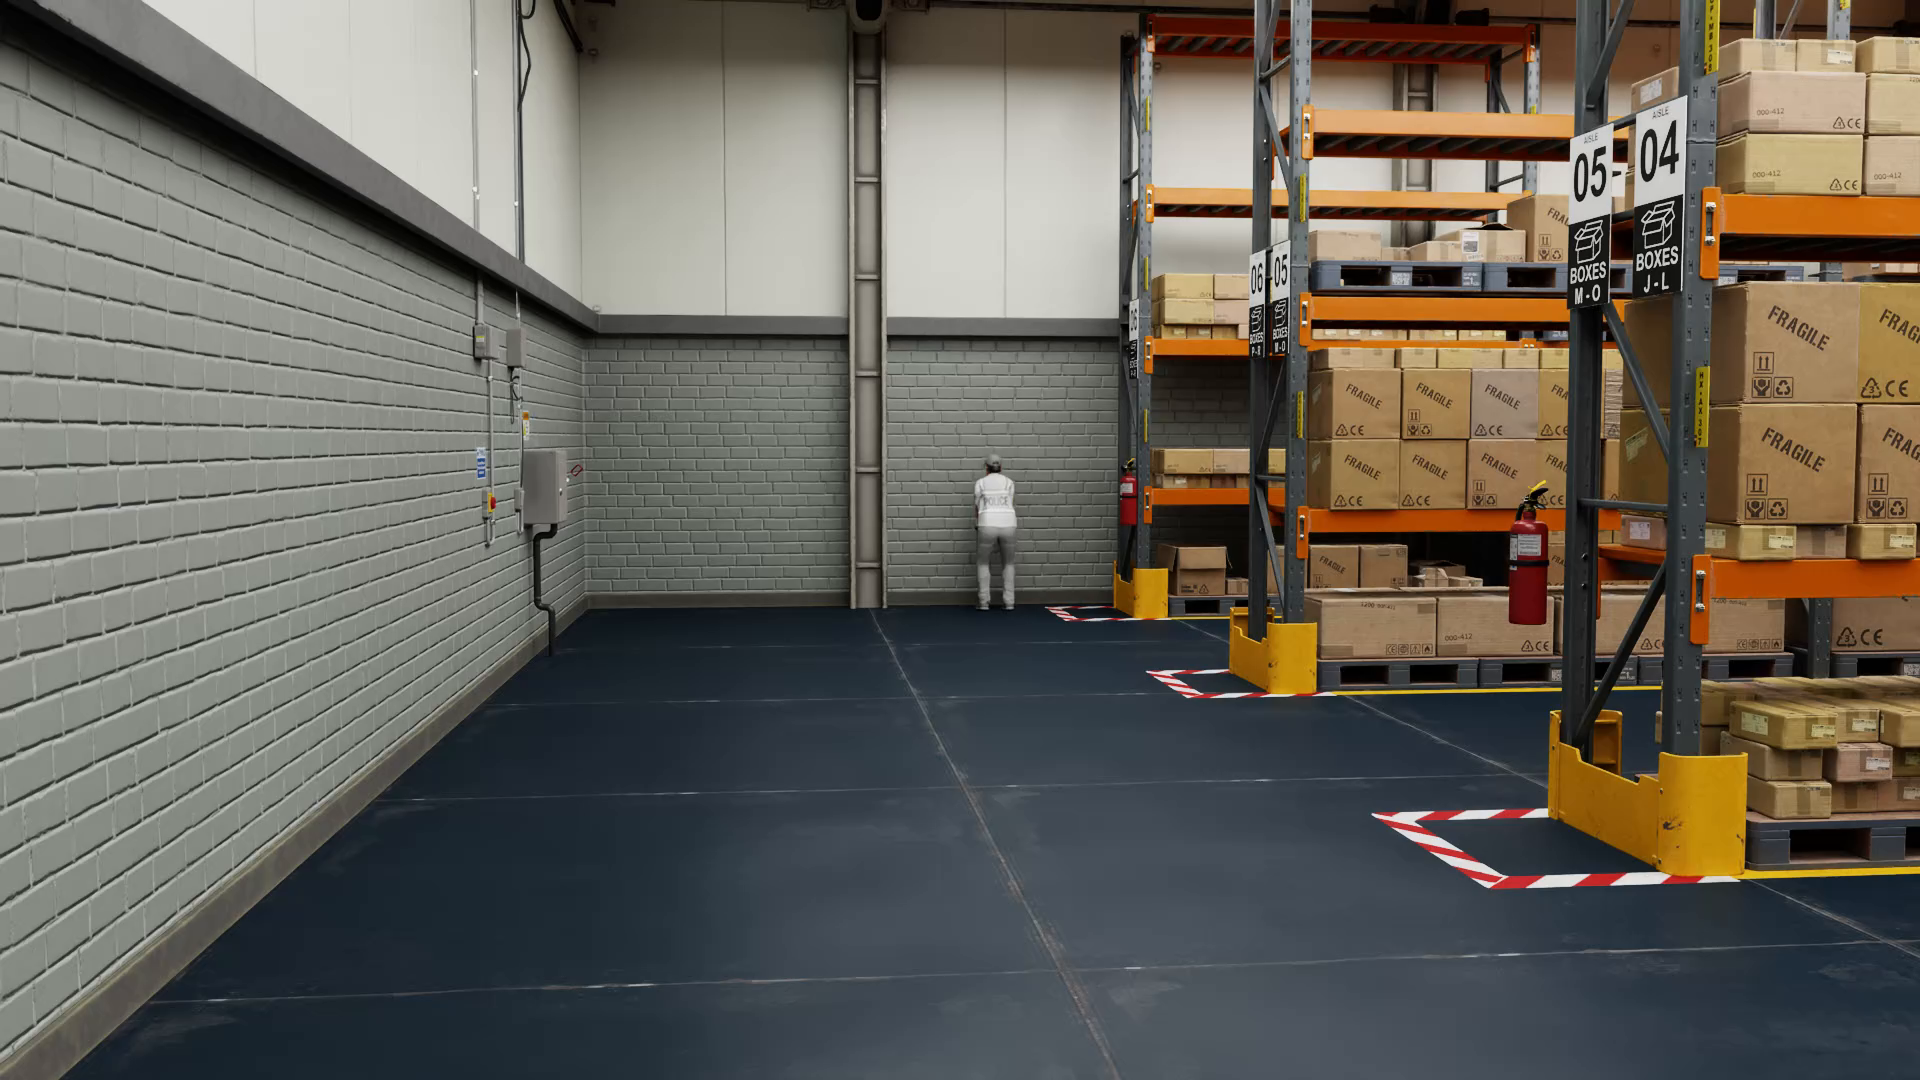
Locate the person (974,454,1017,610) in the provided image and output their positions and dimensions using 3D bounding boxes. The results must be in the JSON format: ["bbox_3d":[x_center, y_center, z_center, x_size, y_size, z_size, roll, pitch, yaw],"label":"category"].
[{"bbox_3d":[0.364,-0.084,17.559,0.452,1.655,0.565,0,4,-7],"label":"person"}]
